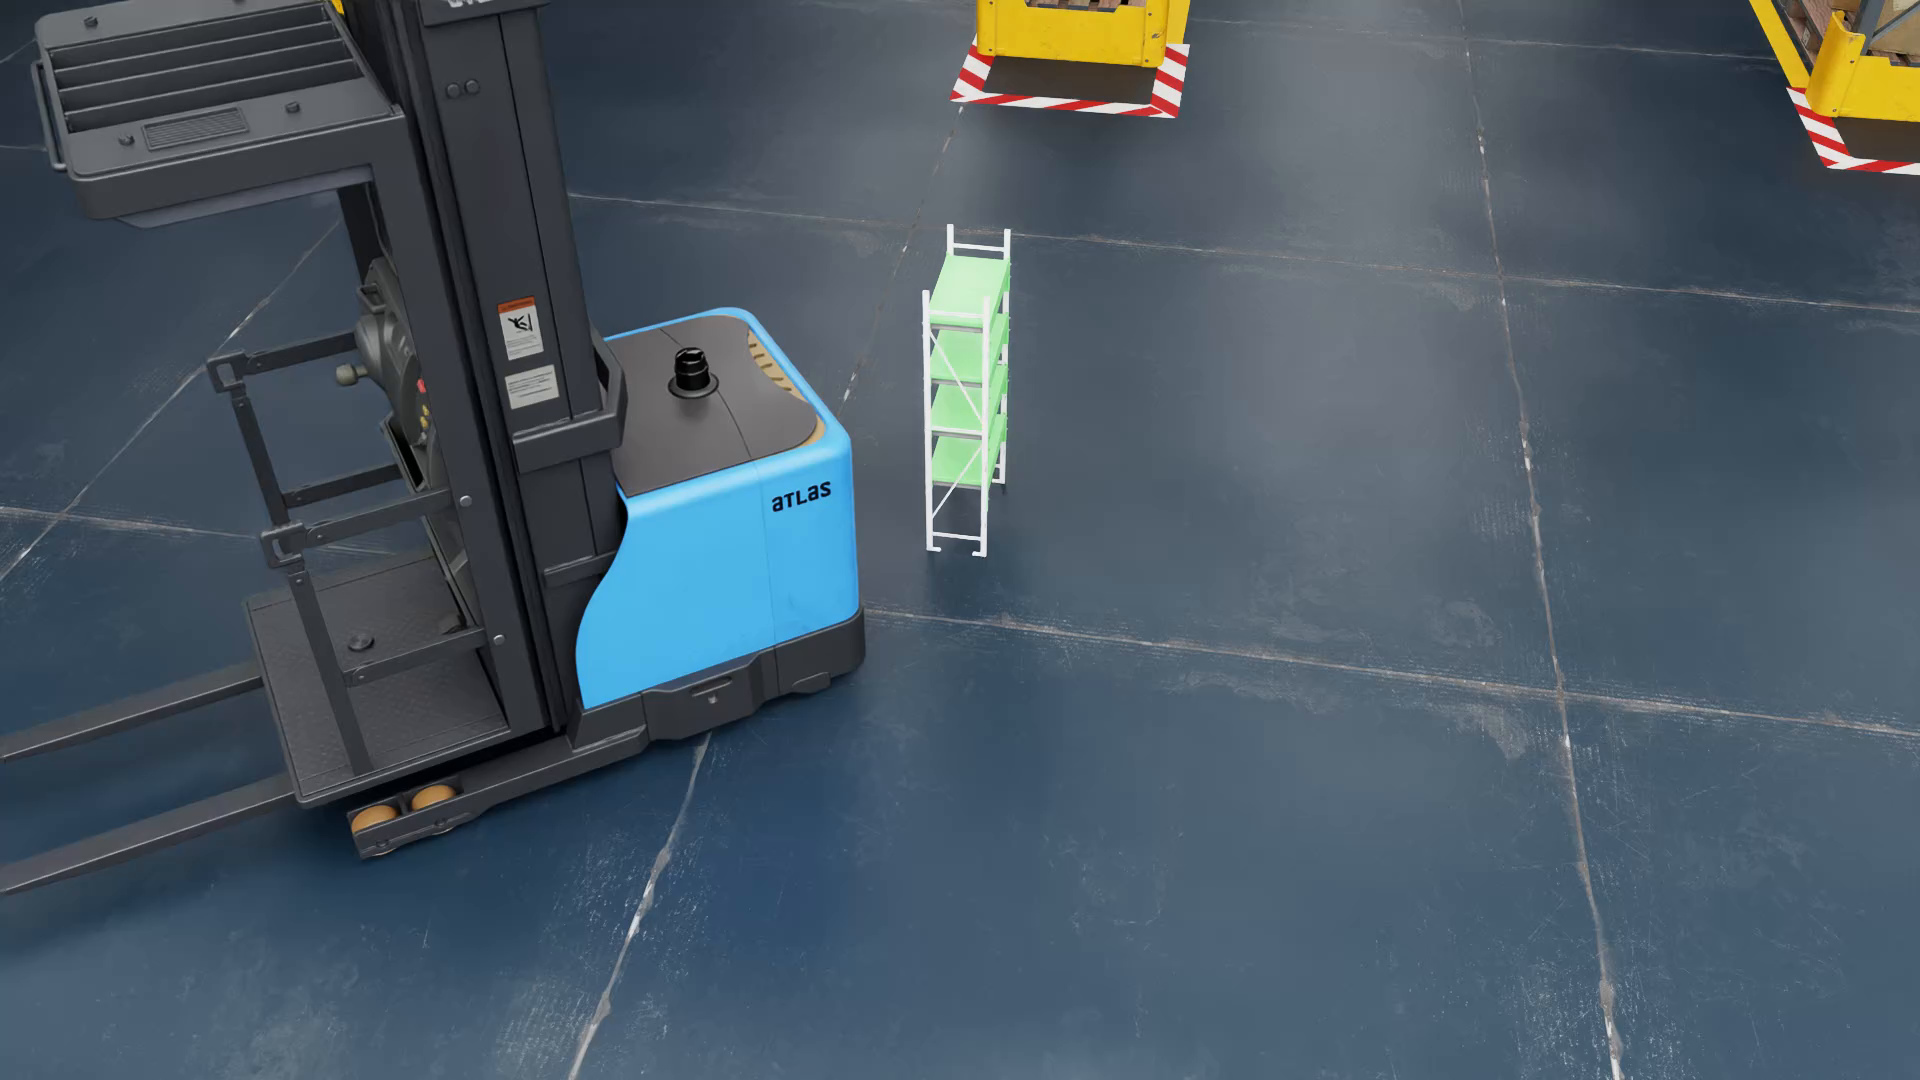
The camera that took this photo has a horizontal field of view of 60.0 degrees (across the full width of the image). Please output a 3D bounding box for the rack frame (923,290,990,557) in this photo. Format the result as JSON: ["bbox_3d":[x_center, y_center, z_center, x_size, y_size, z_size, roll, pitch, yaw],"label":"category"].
[{"bbox_3d":[-0.014,-0.413,6.308,0.240,1.200,0.015,6,40,8],"label":"rack frame"}]

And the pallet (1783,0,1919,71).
[{"bbox_3d":[5.801,-3.124,10.363,1.003,0.211,1.213,6,40,8],"label":"pallet"}]

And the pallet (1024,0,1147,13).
[{"bbox_3d":[0.847,-3.679,11.034,1.003,0.211,1.213,6,40,8],"label":"pallet"}]

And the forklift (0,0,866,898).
[{"bbox_3d":[-1.895,-0.476,5.025,3.031,2.935,1.130,-18,43,-21],"label":"forklift"}]

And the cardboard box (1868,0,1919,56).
[{"bbox_3d":[5.737,-3.234,9.940,0.500,0.500,0.500,14,41,16],"label":"cardboard box"}]

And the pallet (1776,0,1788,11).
[{"bbox_3d":[6.015,-3.888,11.287,1.003,0.211,1.213,6,40,8],"label":"pallet"}]

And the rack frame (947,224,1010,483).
[{"bbox_3d":[0.071,-0.719,6.679,0.240,1.200,0.015,6,40,8],"label":"rack frame"}]

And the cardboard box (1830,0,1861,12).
[{"bbox_3d":[5.807,-3.613,10.398,0.500,0.500,0.500,17,42,19],"label":"cardboard box"}]

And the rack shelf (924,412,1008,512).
[{"bbox_3d":[0.029,-0.332,6.687,0.258,0.148,0.480,6,40,8],"label":"rack shelf"}]

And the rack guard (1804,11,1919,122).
[{"bbox_3d":[5.626,-2.730,9.659,1.175,0.500,0.348,6,40,8],"label":"rack guard"}]

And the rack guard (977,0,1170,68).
[{"bbox_3d":[0.701,-3.281,10.326,1.175,0.500,0.348,6,40,8],"label":"rack guard"}]

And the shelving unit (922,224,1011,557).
[{"bbox_3d":[0.029,-0.566,6.493,0.258,1.200,0.503,6,40,8],"label":"shelving unit"}]

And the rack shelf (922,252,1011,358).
[{"bbox_3d":[0.029,-0.887,6.228,0.258,0.148,0.480,6,40,8],"label":"rack shelf"}]

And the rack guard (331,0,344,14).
[{"bbox_3d":[-4.148,-3.762,10.907,1.175,0.500,0.348,6,40,8],"label":"rack guard"}]

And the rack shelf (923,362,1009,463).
[{"bbox_3d":[0.029,-0.517,6.534,0.258,0.148,0.480,6,40,8],"label":"rack shelf"}]

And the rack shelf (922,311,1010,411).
[{"bbox_3d":[0.029,-0.702,6.381,0.258,0.148,0.480,6,40,8],"label":"rack shelf"}]

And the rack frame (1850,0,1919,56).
[{"bbox_3d":[5.613,-3.645,8.805,1.000,3.000,0.127,6,40,8],"label":"rack frame"}]
